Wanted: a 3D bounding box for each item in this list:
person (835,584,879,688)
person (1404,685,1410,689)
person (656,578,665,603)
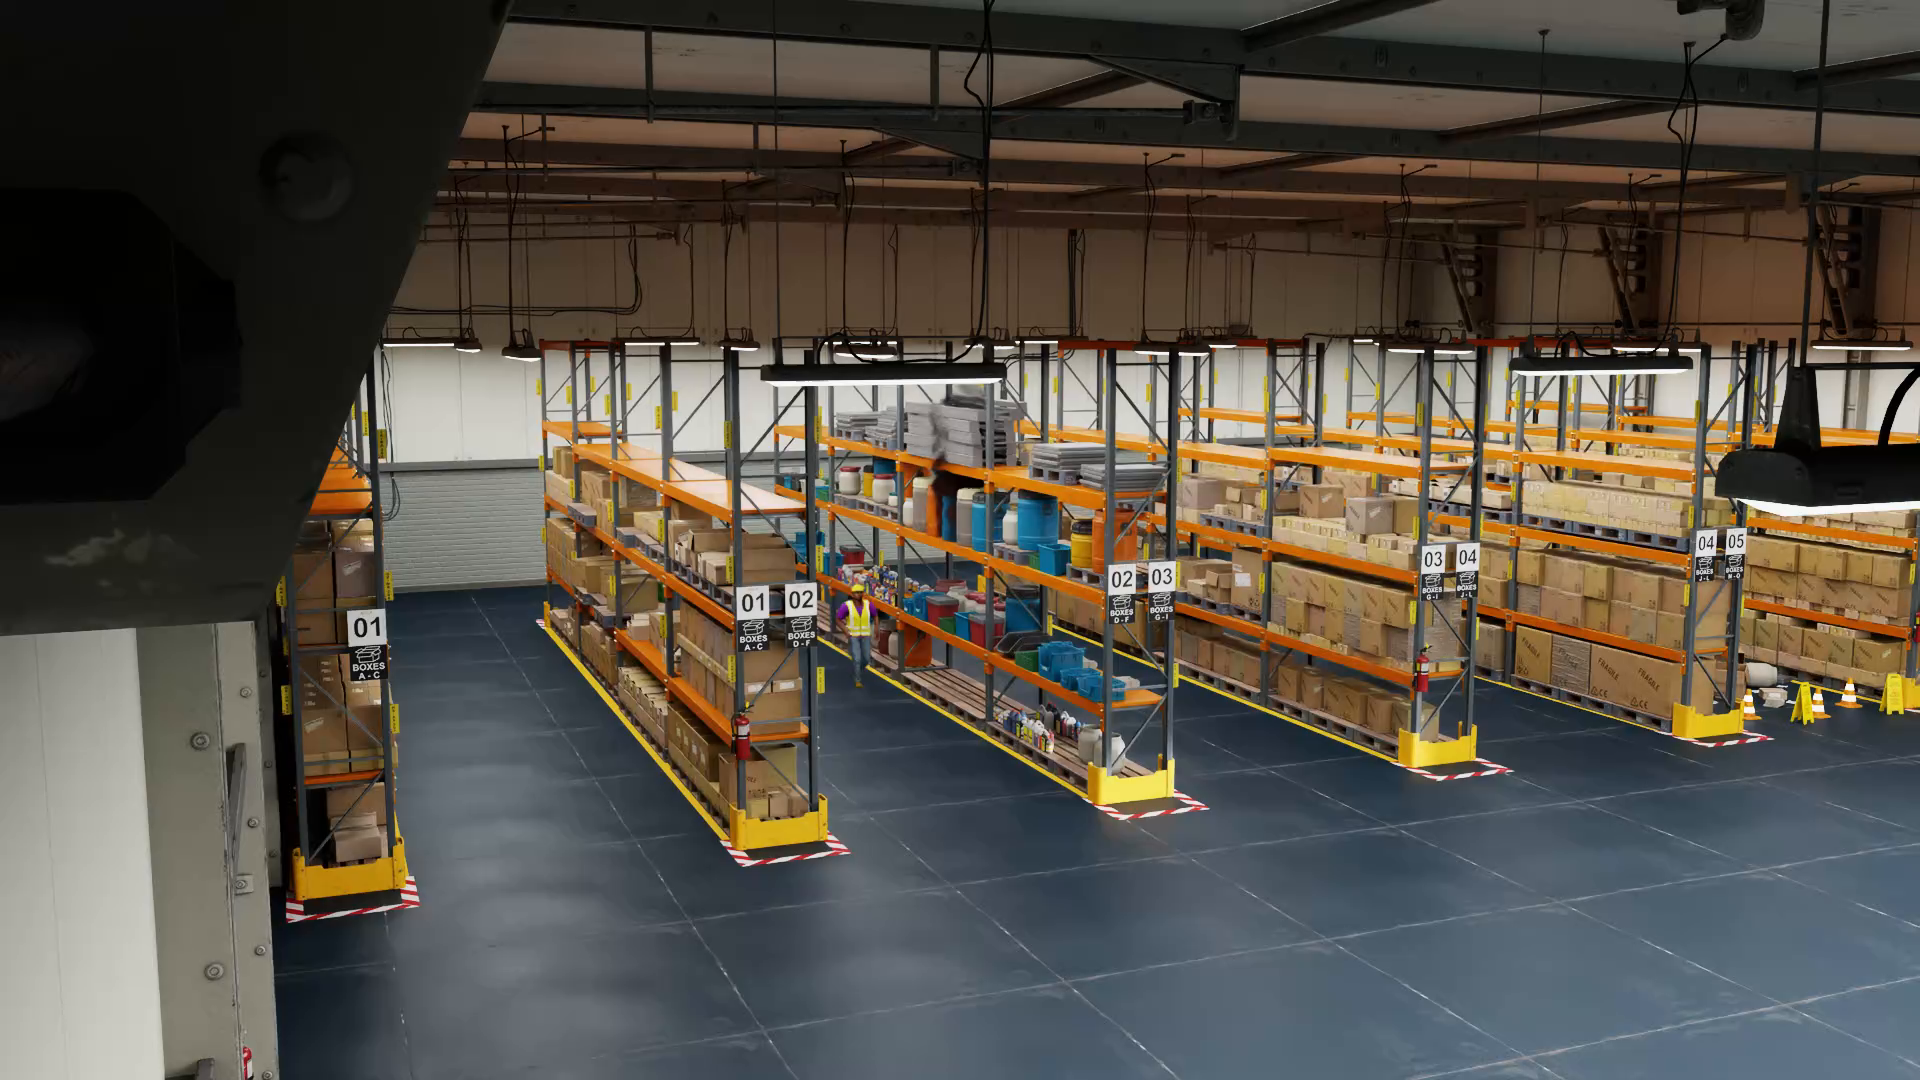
[{"bbox_3d":[-1.698,1.587,27.687,0.747,1.734,0.550,-3,8,-19],"label":"person"},{"bbox_3d":[7.655,1.665,28.901,0.685,1.765,1.003,-5,9,-34],"label":"person"},{"bbox_3d":[-6.255,0.894,35.239,0.638,1.761,0.769,-6,10,-39],"label":"person"}]
